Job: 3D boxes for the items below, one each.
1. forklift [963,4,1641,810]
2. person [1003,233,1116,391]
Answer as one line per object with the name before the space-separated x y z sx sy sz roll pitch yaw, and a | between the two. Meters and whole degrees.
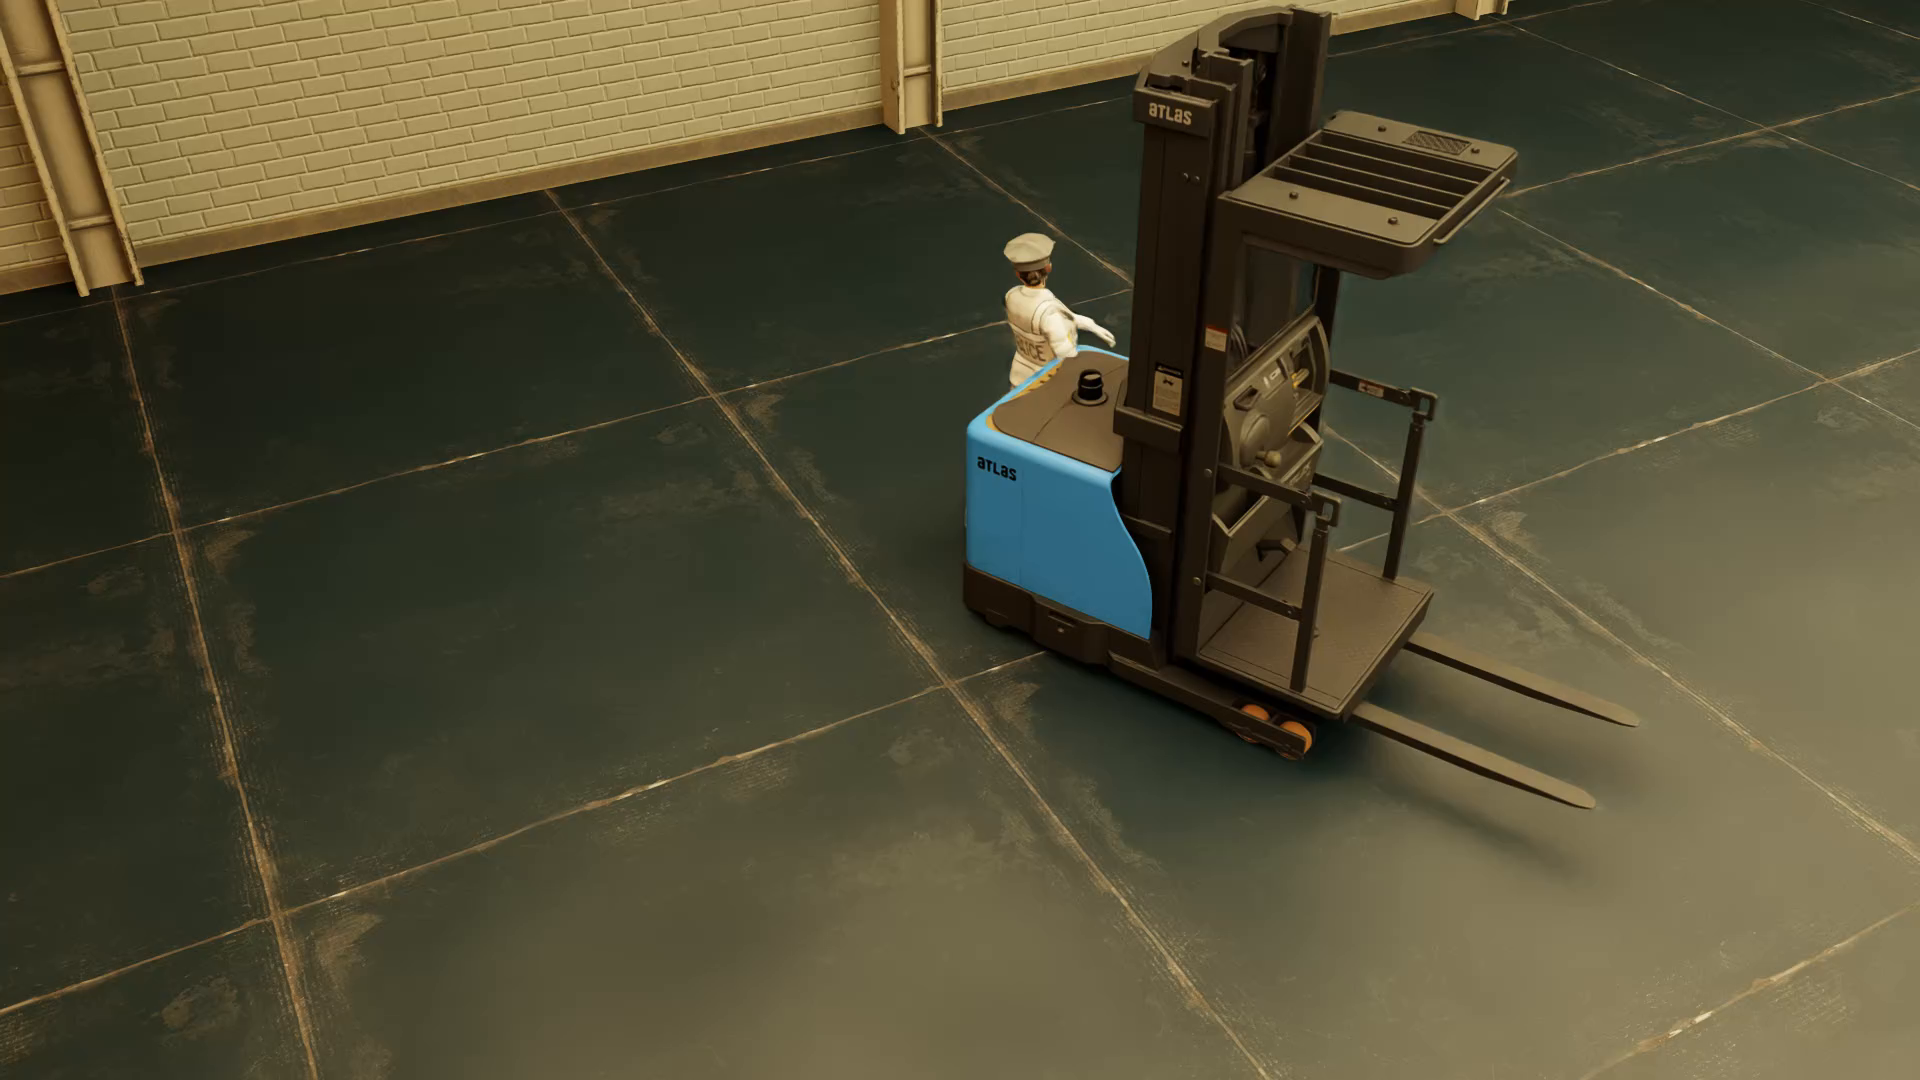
forklift | 1.513 -0.584 6.950 3.031 2.935 1.130 22 41 28
person | 0.504 -0.761 8.388 0.808 1.578 0.644 -29 44 -35
